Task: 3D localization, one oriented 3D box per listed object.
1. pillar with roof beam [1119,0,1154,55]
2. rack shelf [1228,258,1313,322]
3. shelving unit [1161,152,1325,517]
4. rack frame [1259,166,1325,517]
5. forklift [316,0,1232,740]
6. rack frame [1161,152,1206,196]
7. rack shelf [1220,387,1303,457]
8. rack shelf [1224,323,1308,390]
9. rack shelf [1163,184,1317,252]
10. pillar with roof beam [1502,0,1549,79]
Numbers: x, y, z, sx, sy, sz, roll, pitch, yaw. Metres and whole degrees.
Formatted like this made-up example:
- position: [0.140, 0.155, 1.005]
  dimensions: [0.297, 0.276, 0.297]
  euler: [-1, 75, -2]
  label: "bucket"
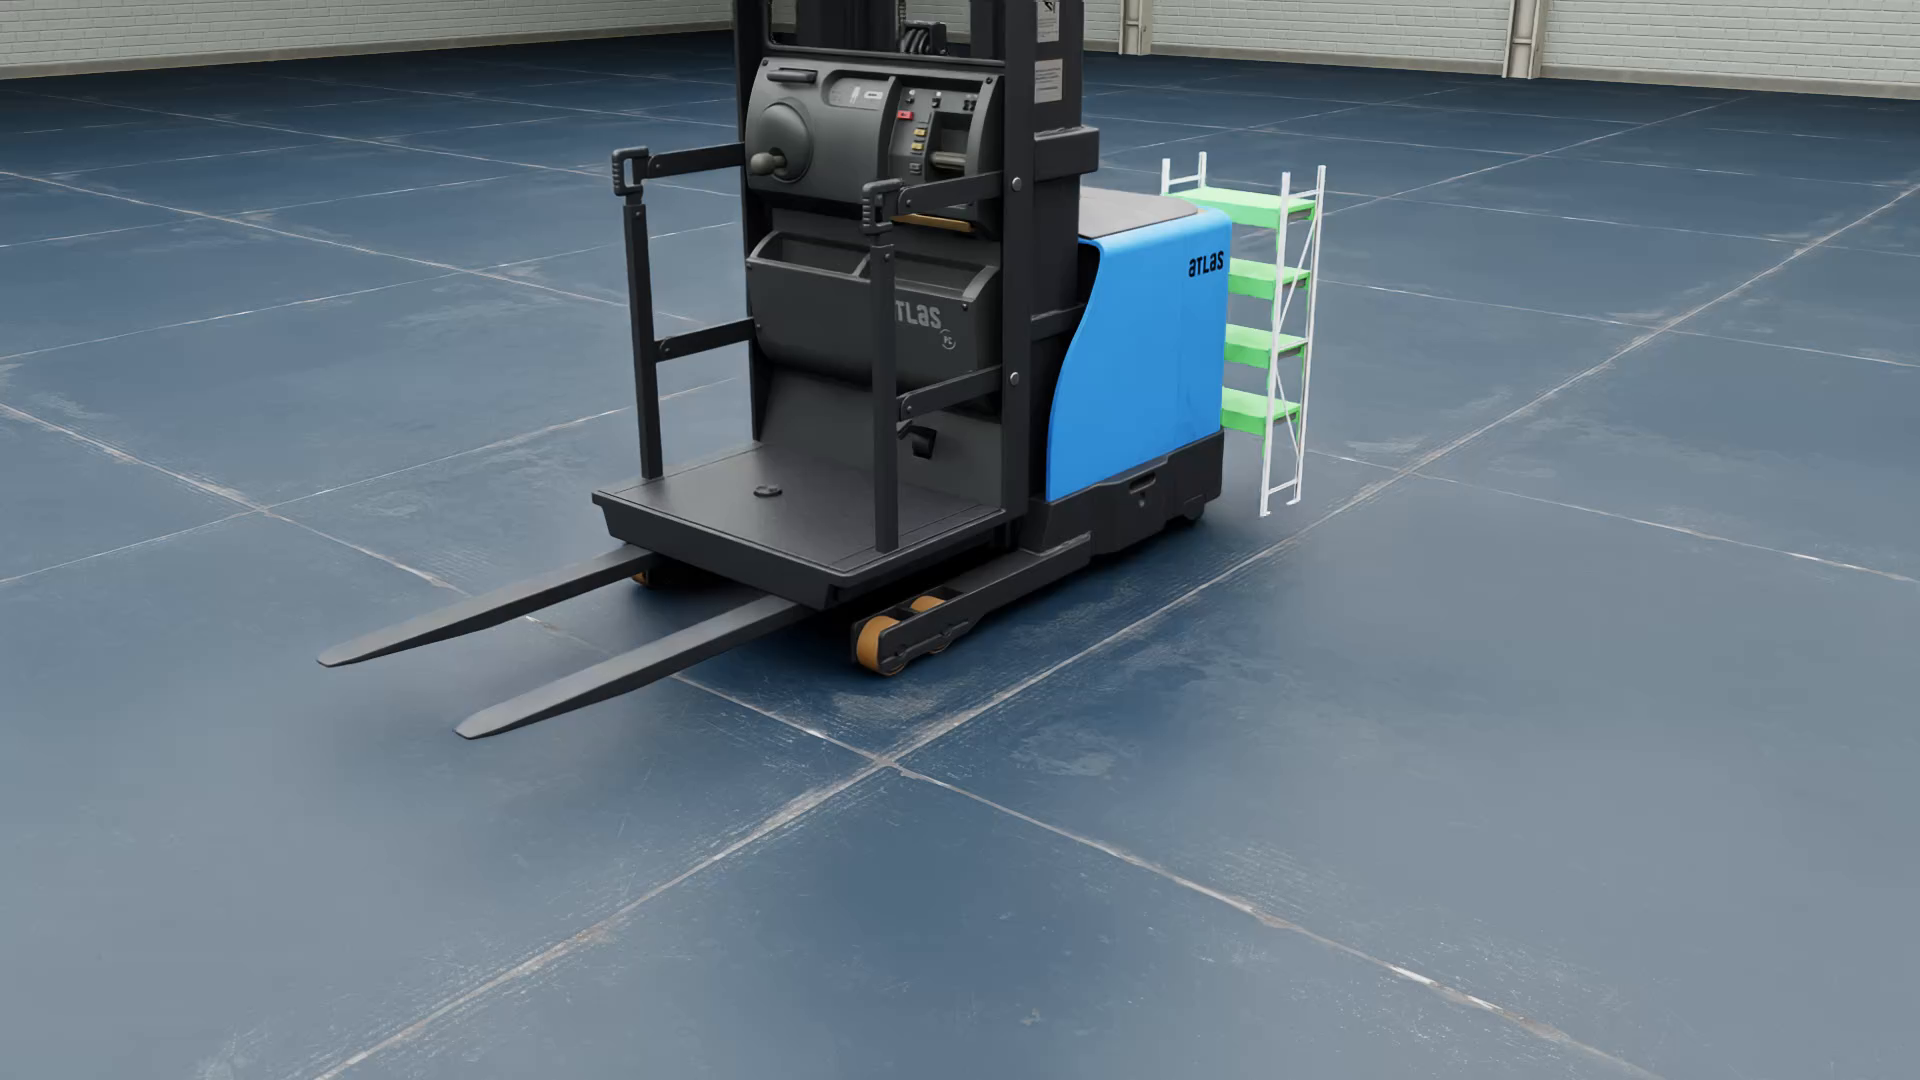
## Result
- position: [-0.070, -10.395, 20.481]
  dimensions: [0.400, 9.000, 9.100]
  euler: [16, 26, 36]
  label: "pillar with roof beam"
- position: [0.970, -0.897, 5.848]
  dimensions: [0.480, 0.148, 0.258]
  euler: [18, 27, 40]
  label: "rack shelf"
- position: [0.970, -0.732, 5.910]
  dimensions: [0.503, 1.200, 0.258]
  euler: [18, 27, 40]
  label: "shelving unit"
- position: [1.148, -0.674, 5.754]
  dimensions: [0.015, 1.200, 0.240]
  euler: [18, 27, 40]
  label: "rack frame"
- position: [-0.408, -1.190, 4.671]
  dimensions: [1.130, 2.935, 3.031]
  euler: [17, 26, 37]
  label: "forklift"
- position: [0.791, -0.791, 6.066]
  dimensions: [0.015, 1.200, 0.240]
  euler: [18, 27, 40]
  label: "rack frame"
- position: [0.970, -0.448, 6.017]
  dimensions: [0.480, 0.148, 0.258]
  euler: [18, 27, 40]
  label: "rack shelf"
- position: [0.970, -0.673, 5.932]
  dimensions: [0.480, 0.148, 0.258]
  euler: [18, 27, 40]
  label: "rack shelf"
- position: [0.970, -1.122, 5.763]
  dimensions: [0.480, 0.148, 0.258]
  euler: [18, 27, 40]
  label: "rack shelf"
- position: [4.578, -9.057, 16.931]
  dimensions: [0.400, 9.000, 9.100]
  euler: [16, 26, 36]
  label: "pillar with roof beam"
